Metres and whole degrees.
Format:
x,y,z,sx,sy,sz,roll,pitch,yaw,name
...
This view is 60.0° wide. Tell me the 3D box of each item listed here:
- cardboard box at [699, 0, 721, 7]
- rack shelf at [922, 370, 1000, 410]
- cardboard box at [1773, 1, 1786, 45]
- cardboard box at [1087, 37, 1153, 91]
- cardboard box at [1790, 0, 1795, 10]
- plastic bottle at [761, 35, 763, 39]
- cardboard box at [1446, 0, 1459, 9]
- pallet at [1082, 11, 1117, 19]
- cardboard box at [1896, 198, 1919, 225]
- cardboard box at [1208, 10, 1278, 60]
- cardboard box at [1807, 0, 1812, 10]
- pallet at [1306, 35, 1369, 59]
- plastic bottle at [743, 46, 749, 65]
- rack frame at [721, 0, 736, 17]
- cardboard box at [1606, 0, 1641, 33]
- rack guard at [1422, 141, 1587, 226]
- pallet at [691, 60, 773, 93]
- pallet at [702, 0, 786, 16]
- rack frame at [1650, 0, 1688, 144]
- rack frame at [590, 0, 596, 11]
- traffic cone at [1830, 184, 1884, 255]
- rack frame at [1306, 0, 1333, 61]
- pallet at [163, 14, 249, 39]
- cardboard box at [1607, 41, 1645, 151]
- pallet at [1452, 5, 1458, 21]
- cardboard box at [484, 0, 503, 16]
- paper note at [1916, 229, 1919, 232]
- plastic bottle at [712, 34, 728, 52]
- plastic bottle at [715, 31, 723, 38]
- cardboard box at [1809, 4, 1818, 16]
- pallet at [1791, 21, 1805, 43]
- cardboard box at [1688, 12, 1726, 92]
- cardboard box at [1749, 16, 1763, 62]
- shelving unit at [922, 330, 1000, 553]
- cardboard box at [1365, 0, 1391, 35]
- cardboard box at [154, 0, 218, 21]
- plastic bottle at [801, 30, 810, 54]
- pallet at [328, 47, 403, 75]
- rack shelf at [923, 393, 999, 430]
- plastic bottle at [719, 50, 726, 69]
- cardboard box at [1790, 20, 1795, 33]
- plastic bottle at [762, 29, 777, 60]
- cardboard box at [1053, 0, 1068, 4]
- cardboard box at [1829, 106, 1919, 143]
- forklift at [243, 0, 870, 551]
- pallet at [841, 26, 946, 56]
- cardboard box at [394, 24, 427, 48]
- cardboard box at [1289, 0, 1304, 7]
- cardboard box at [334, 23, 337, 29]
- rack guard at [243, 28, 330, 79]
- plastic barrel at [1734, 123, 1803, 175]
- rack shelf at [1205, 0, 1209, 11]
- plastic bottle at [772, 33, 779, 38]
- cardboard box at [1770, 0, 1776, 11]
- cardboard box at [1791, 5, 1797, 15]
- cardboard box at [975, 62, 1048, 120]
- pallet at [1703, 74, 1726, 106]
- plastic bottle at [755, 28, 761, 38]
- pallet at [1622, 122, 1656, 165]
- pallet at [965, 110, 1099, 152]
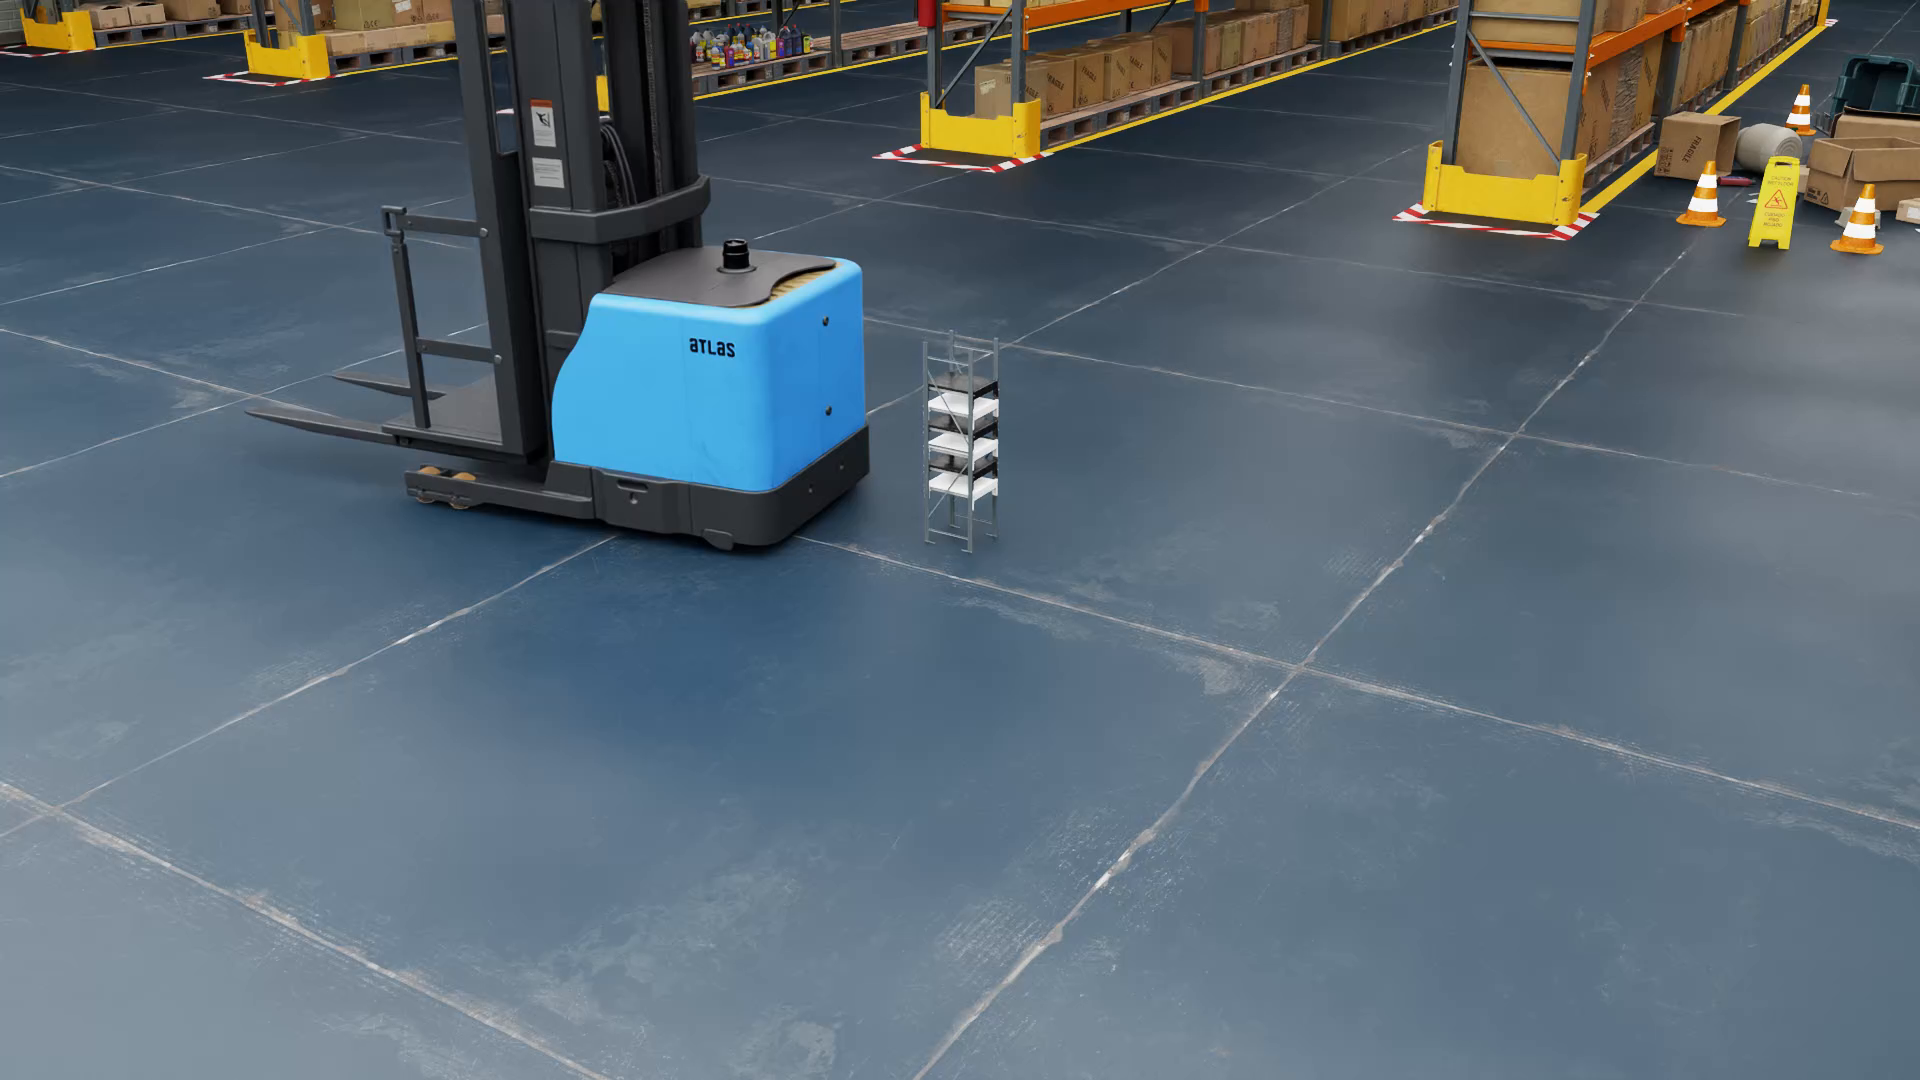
x,y,z,sx,sy,sz,roll,pitch,yaw,name
-4.116,-8.540,26.135,0.500,0.250,0.500,15,27,30,cardboard box
0.004,-0.633,6.984,0.258,0.077,0.200,14,27,29,rack shelf
10.463,-6.780,21.755,0.500,0.500,0.500,13,27,28,cardboard box
1.718,-5.135,17.954,0.500,0.500,0.500,-18,29,-36,cardboard box
11.192,-7.348,22.760,0.380,0.149,0.250,15,28,31,cardboard box
-2.543,-6.317,21.034,0.097,0.201,0.097,0,23,0,plastic bottle
7.369,-8.838,26.037,0.875,0.875,0.875,14,27,29,cardboard box
1.828,-8.618,26.891,1.003,0.211,1.213,14,27,29,pallet
7.543,-2.541,12.933,0.250,0.149,0.380,-12,26,-26,cardboard box
3.457,-6.203,20.395,0.700,0.500,0.500,16,28,33,cardboard box
12.178,-7.817,24.217,0.380,0.149,0.250,14,27,30,cardboard box
4.848,-6.732,22.534,1.003,0.211,1.213,14,27,29,pallet
-2.552,-5.746,19.716,0.097,0.201,0.097,0,23,0,plastic bottle
-4.046,-9.838,26.200,1.000,3.000,0.127,14,27,29,rack frame
5.140,-4.544,13.781,0.875,0.550,0.550,14,27,29,cardboard box
4.296,-2.832,13.163,1.175,0.500,0.348,14,27,29,rack guard
-2.982,-5.538,19.776,1.003,0.211,1.213,14,27,29,pallet
-3.620,-8.803,27.318,1.003,0.211,1.213,14,27,29,pallet
6.419,-5.337,15.803,1.000,3.000,0.127,14,27,29,rack frame
-4.059,-6.099,17.562,1.000,3.000,0.127,14,27,29,rack frame
6.576,-2.353,12.103,0.336,0.463,0.334,14,27,29,traffic cone
4.368,-7.761,21.402,1.000,3.000,0.127,14,27,29,rack frame
-11.333,-7.598,24.535,1.003,0.211,1.213,14,27,29,pallet
5.555,-4.052,14.981,0.875,0.875,0.875,14,27,29,cardboard box
7.589,-8.485,26.584,1.003,0.211,1.213,14,27,29,pallet
-6.488,-7.395,22.544,0.500,0.500,0.500,14,27,29,cardboard box
7.375,-2.358,12.658,0.148,0.019,0.142,5,24,11,paper note
-2.912,-5.986,20.175,0.152,0.276,0.135,14,27,29,plastic bottle
-2.950,-6.108,20.449,0.061,0.283,0.133,15,28,31,plastic bottle
12.599,-7.943,24.881,0.380,0.149,0.250,15,27,31,cardboard box
11.606,-7.405,24.090,1.003,0.211,1.213,14,27,29,pallet
7.673,-5.365,18.171,1.050,0.750,0.750,14,27,30,cardboard box
9.381,-6.089,20.157,0.500,0.500,0.500,14,27,30,cardboard box
0.004,-0.416,7.078,0.258,0.900,0.210,14,27,29,shelving unit
5.227,-7.506,22.960,1.225,0.875,0.875,14,27,29,cardboard box
-11.304,-7.874,24.255,0.700,0.500,0.500,12,26,26,cardboard box
-1.923,-6.173,20.598,0.061,0.283,0.133,15,28,32,plastic bottle
-7.898,-6.125,21.133,1.003,0.211,1.213,14,27,29,pallet
0.004,-0.550,7.019,0.258,0.077,0.200,14,27,29,rack shelf
-2.784,-5.598,19.374,0.097,0.201,0.097,0,23,0,plastic bottle
11.244,-7.067,22.859,0.380,0.149,0.250,15,27,30,cardboard box
-2.316,-5.984,20.077,0.144,0.351,0.185,14,27,29,plastic bottle
0.794,-5.153,15.695,0.380,0.149,0.250,14,27,29,cardboard box
7.830,-3.342,14.165,0.797,0.637,0.503,14,27,29,cardboard box
-1.991,-1.664,7.405,3.031,2.935,1.130,9,25,21,forklift
-0.925,-6.856,22.821,1.003,0.211,1.213,14,27,29,pallet
-7.269,-6.542,21.517,0.500,0.250,0.500,14,27,29,cardboard box
4.041,-6.927,21.125,0.500,0.250,0.500,15,28,31,cardboard box
-7.980,-6.483,21.383,0.500,0.250,0.500,14,27,29,cardboard box
-8.278,-5.983,20.441,1.175,0.500,0.348,14,27,29,rack guard
7.124,-3.451,14.688,0.421,0.421,0.512,-7,24,-17,plastic barrel
3.313,-6.756,19.985,1.077,0.370,4.000,14,27,29,rack shelf
-2.285,-6.081,20.395,0.152,0.276,0.135,14,27,29,plastic bottle
9.912,-6.771,20.788,0.500,0.250,0.500,13,26,27,cardboard box
11.567,-7.486,23.452,0.380,0.149,0.250,15,28,31,cardboard box
0.492,-4.314,16.057,0.500,0.500,0.500,20,30,38,cardboard box
8.049,-5.157,18.898,1.003,0.211,1.213,14,27,29,pallet
-2.546,-6.252,20.780,0.061,0.283,0.133,14,27,29,plastic bottle
5.951,-3.817,15.802,1.003,0.211,1.213,14,27,29,pallet
0.647,-4.074,16.394,1.003,0.211,1.213,14,27,29,pallet
